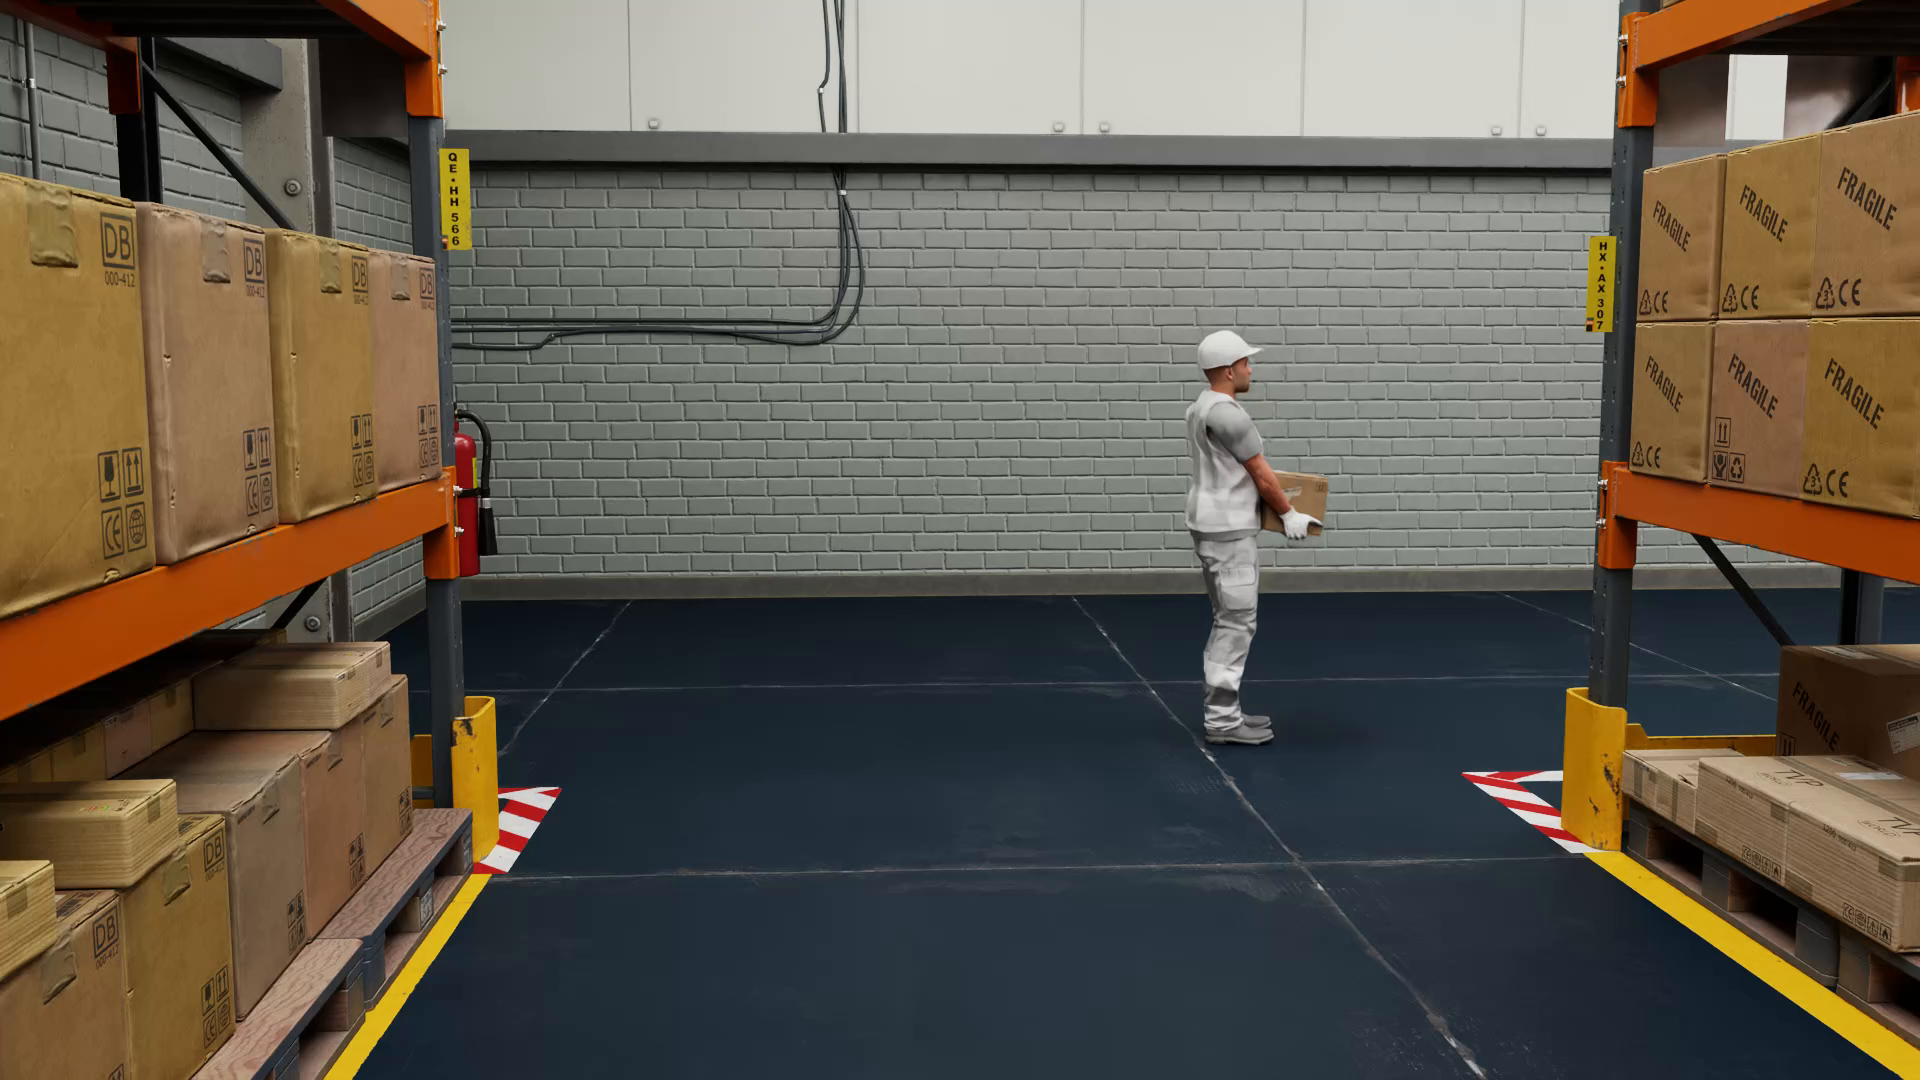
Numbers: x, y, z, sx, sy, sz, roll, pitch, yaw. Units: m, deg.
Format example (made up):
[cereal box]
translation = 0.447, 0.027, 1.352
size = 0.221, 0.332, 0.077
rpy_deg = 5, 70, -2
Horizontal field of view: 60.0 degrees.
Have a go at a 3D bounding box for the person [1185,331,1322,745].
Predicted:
[person]
translation = 1.273, -0.019, 7.298
size = 0.559, 1.786, 0.495
rpy_deg = 0, 7, -4
